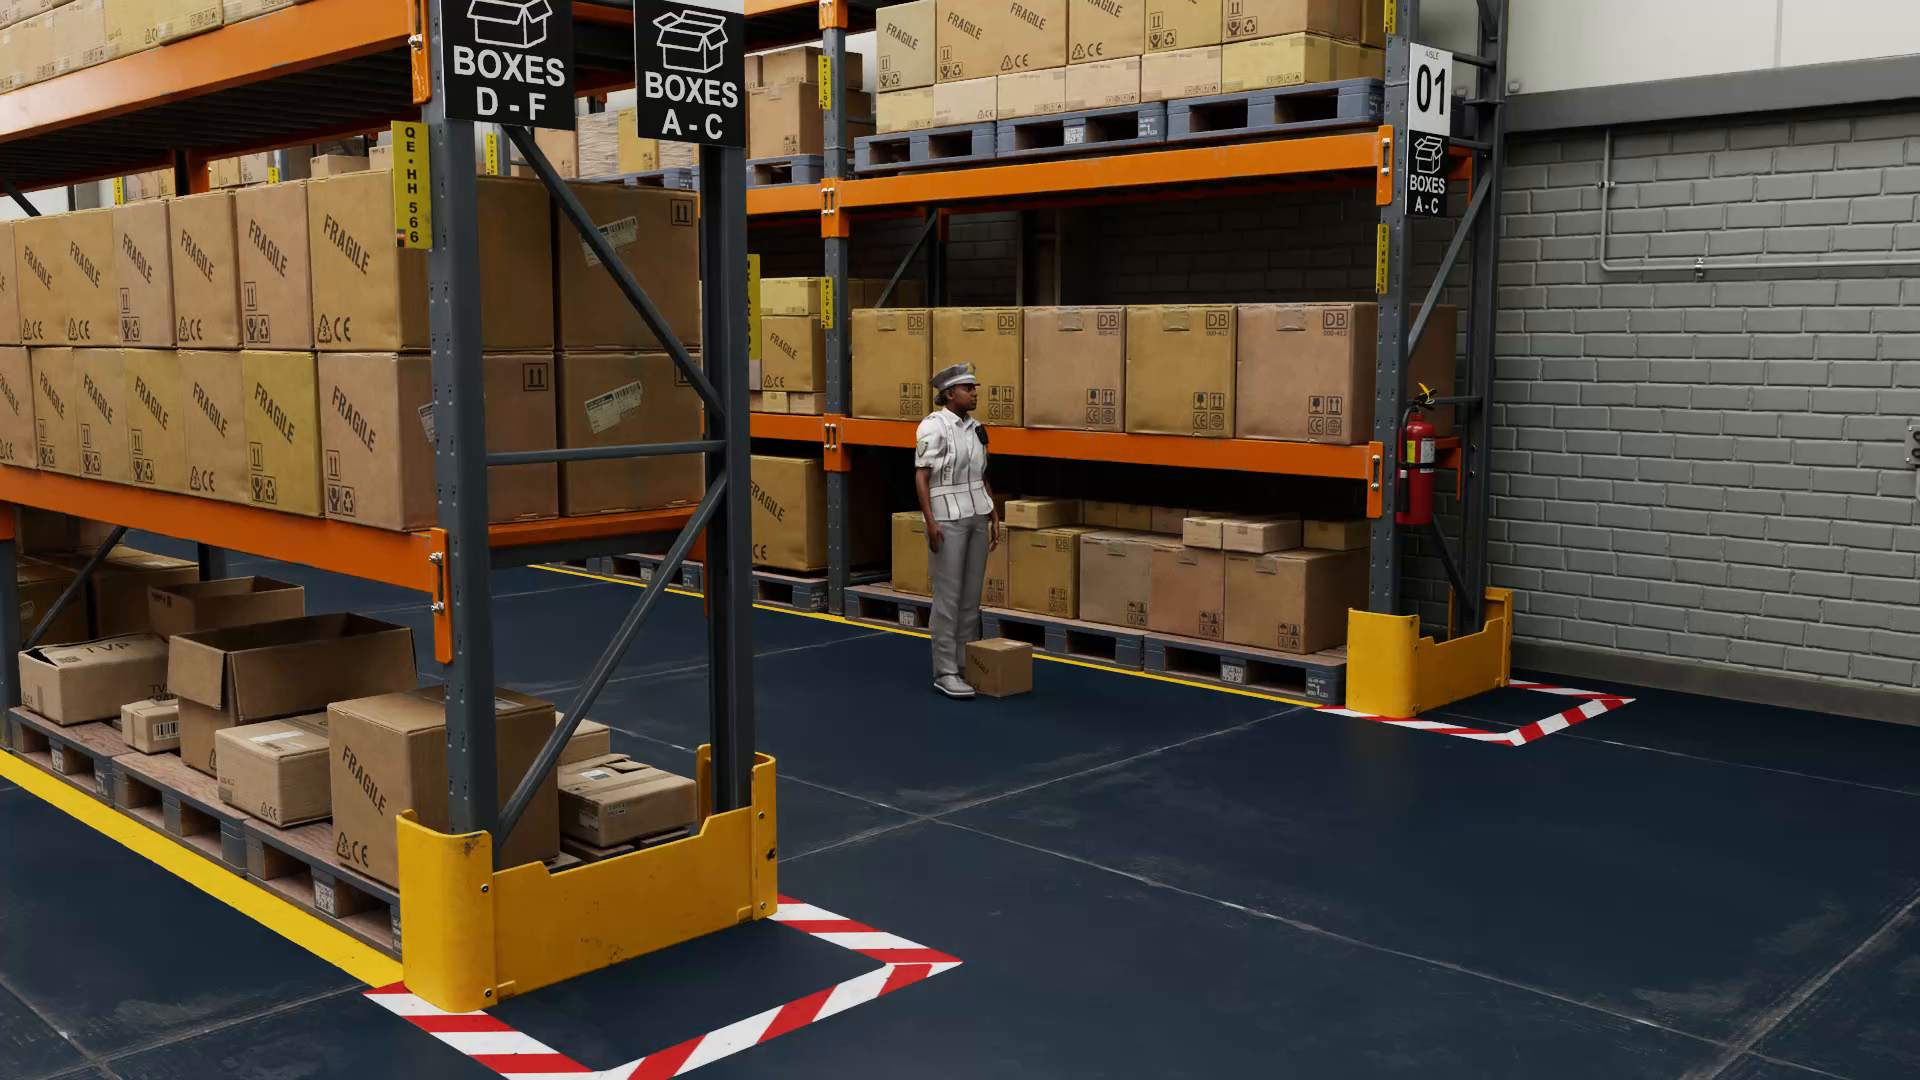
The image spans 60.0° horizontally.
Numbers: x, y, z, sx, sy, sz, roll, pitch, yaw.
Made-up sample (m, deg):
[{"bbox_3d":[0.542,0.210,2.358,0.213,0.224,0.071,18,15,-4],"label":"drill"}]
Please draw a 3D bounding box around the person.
[{"bbox_3d":[0.030,-0.078,8.673,0.528,1.698,0.570,7,10,43],"label":"person"}]
